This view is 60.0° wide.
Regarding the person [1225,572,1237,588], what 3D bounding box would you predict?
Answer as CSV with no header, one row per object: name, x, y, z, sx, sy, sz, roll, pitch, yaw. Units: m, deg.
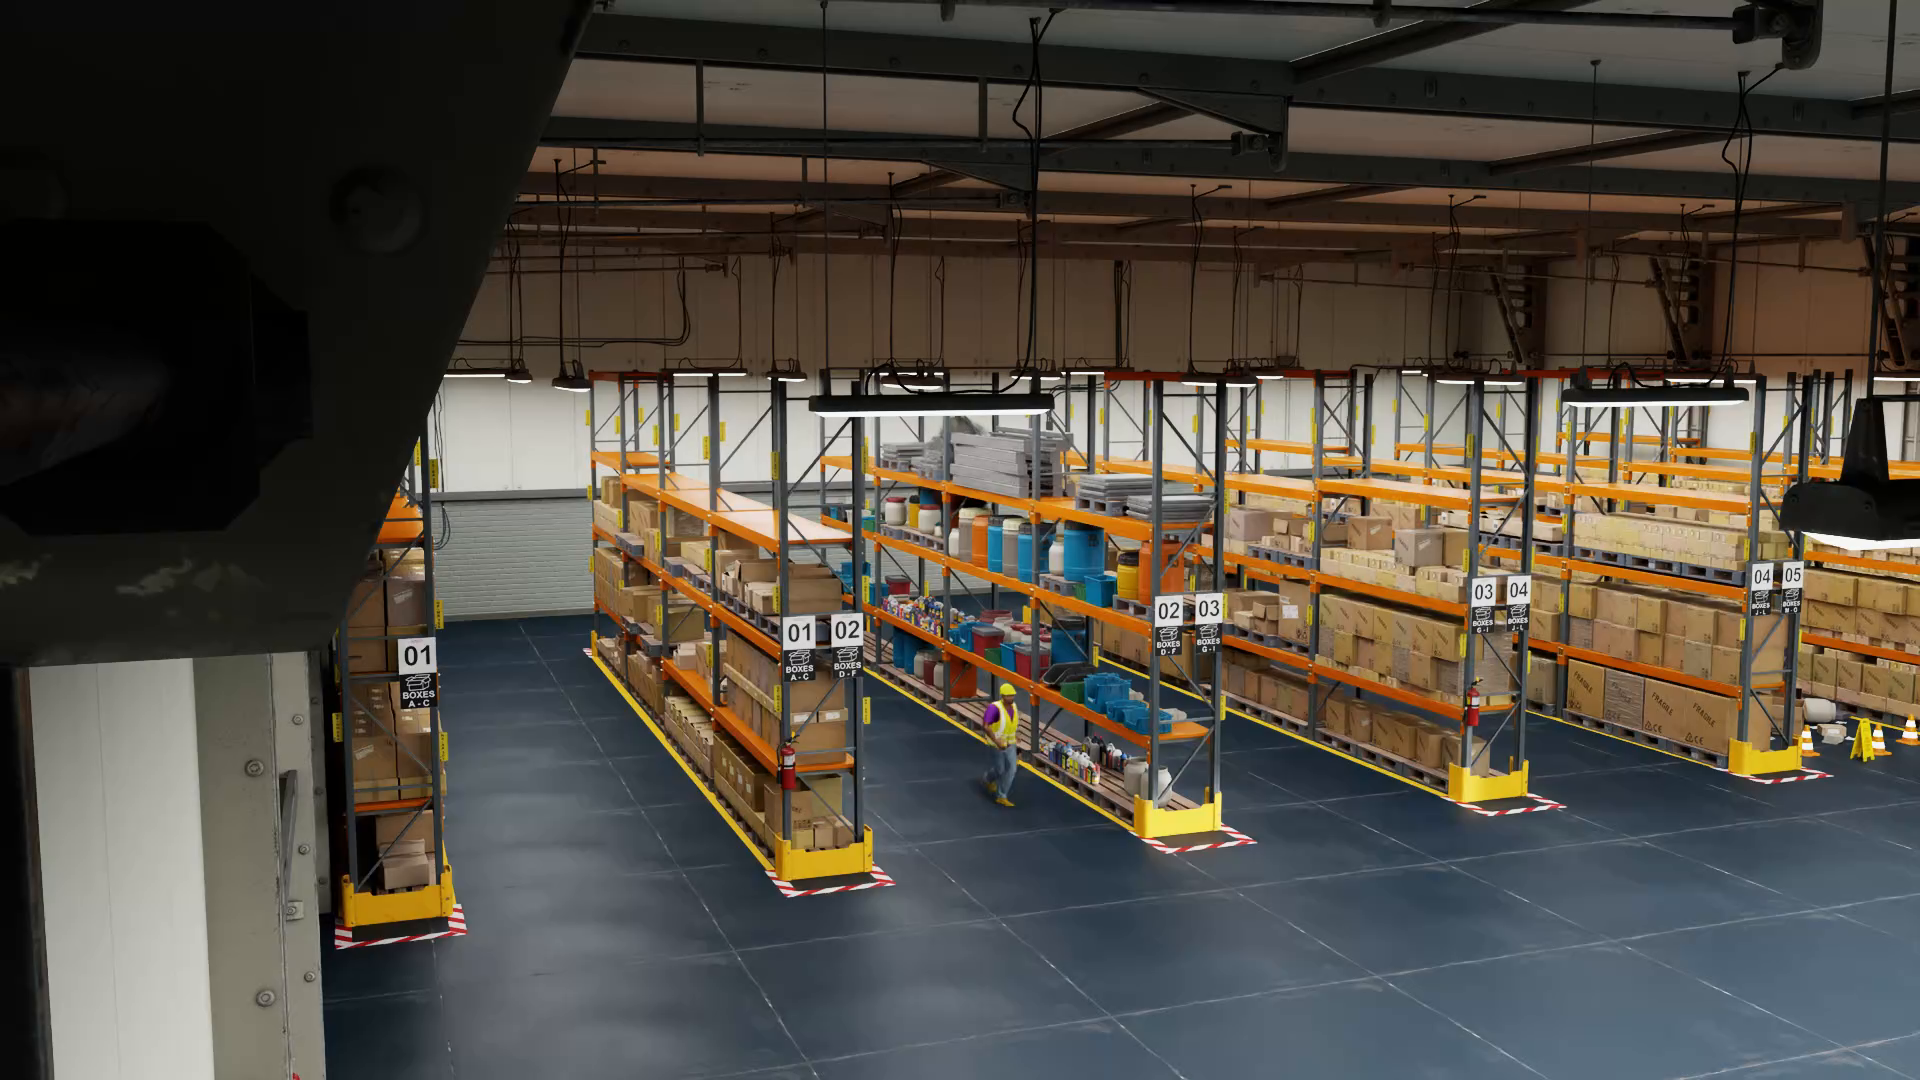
person,6.776,0.923,41.286,0.686,1.657,0.644,-1,7,-13

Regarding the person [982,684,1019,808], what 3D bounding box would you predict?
person,0.530,2.861,23.503,0.698,1.738,0.735,-4,8,-34
